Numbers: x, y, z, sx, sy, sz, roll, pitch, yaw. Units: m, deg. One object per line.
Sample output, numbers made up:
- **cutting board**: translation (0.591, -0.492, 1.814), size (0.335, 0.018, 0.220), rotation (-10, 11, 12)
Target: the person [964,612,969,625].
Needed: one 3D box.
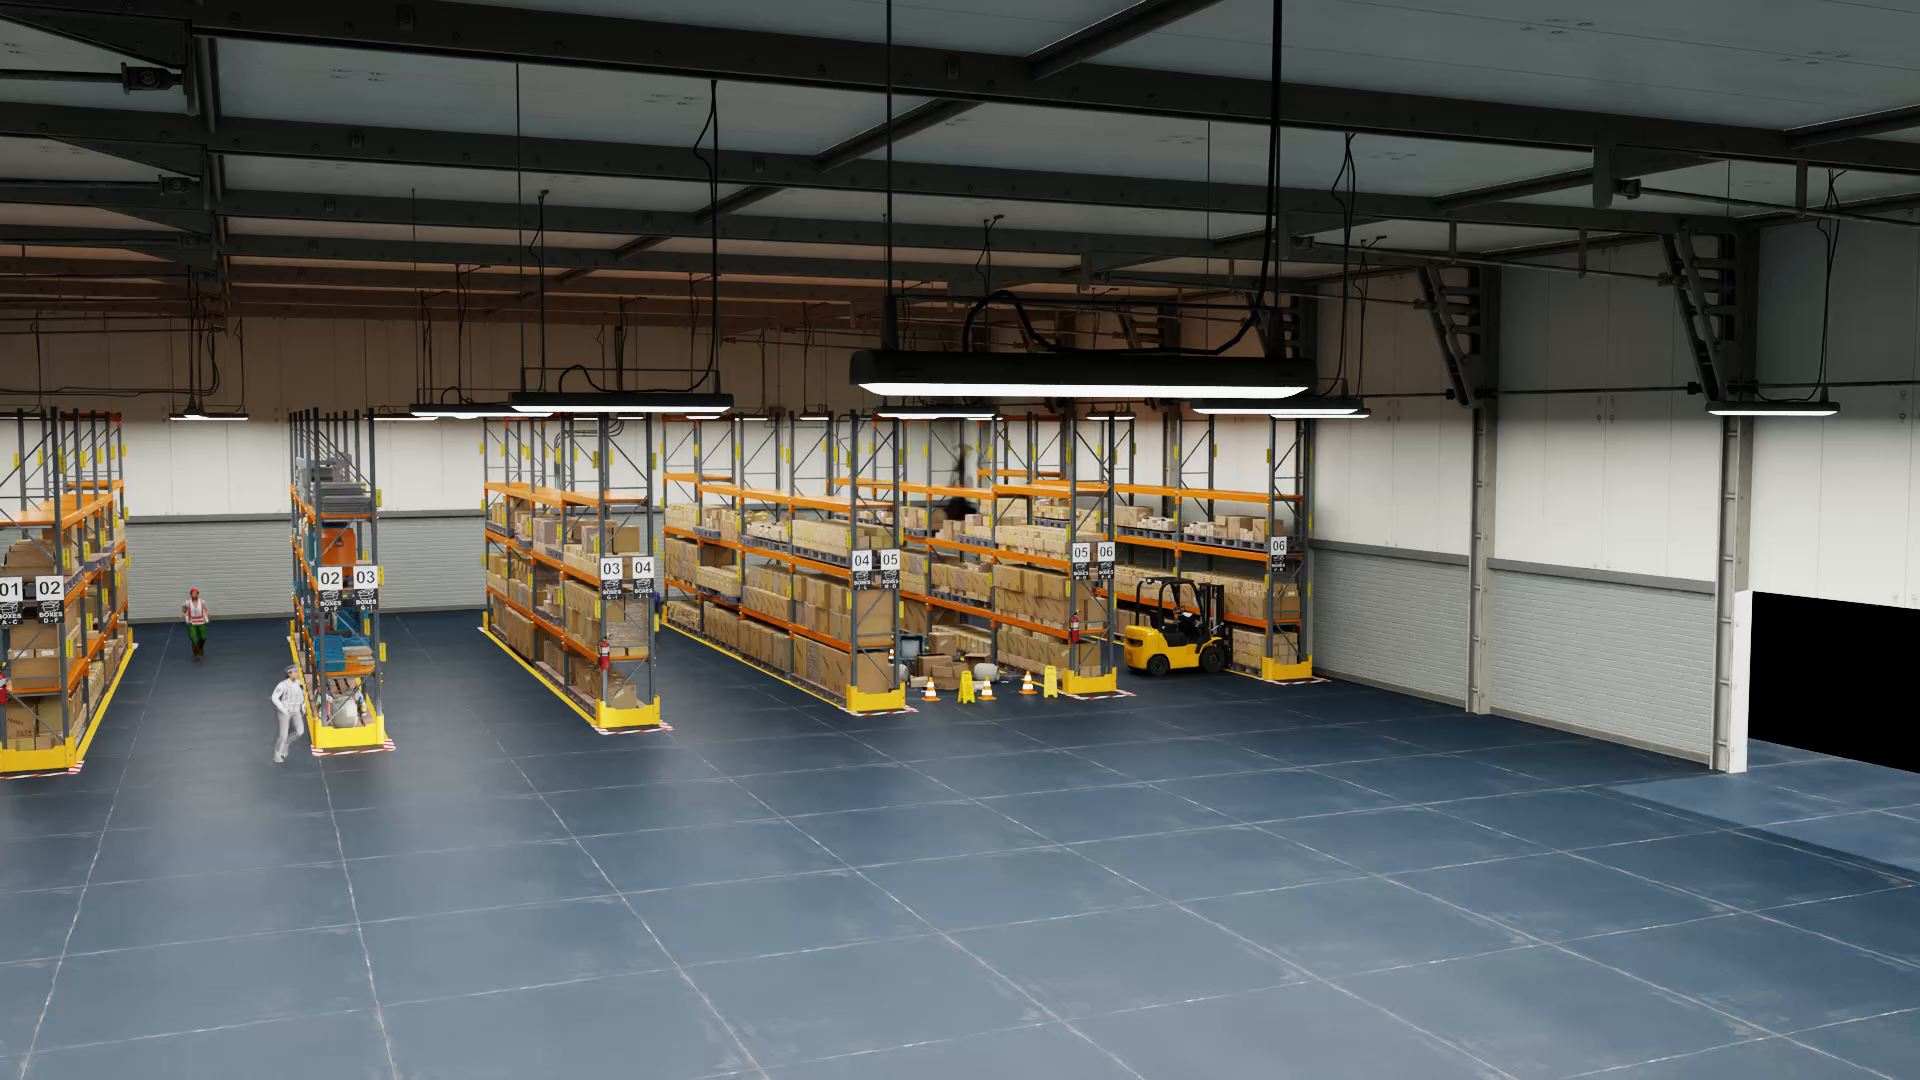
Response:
- **person**: translation (0.111, 1.710, 45.980), size (0.590, 1.603, 0.563), rotation (-2, 5, -28)

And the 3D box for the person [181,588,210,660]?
- **person**: translation (-18.452, 2.033, 40.184), size (0.631, 1.740, 0.580), rotation (-2, 5, -30)

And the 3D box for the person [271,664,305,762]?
- **person**: translation (-11.359, 2.929, 28.295), size (0.494, 1.634, 0.673), rotation (3, 5, 38)

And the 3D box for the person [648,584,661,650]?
- **person**: translation (-7.874, 1.936, 42.430), size (0.600, 1.693, 0.918), rotation (-3, 5, -34)
